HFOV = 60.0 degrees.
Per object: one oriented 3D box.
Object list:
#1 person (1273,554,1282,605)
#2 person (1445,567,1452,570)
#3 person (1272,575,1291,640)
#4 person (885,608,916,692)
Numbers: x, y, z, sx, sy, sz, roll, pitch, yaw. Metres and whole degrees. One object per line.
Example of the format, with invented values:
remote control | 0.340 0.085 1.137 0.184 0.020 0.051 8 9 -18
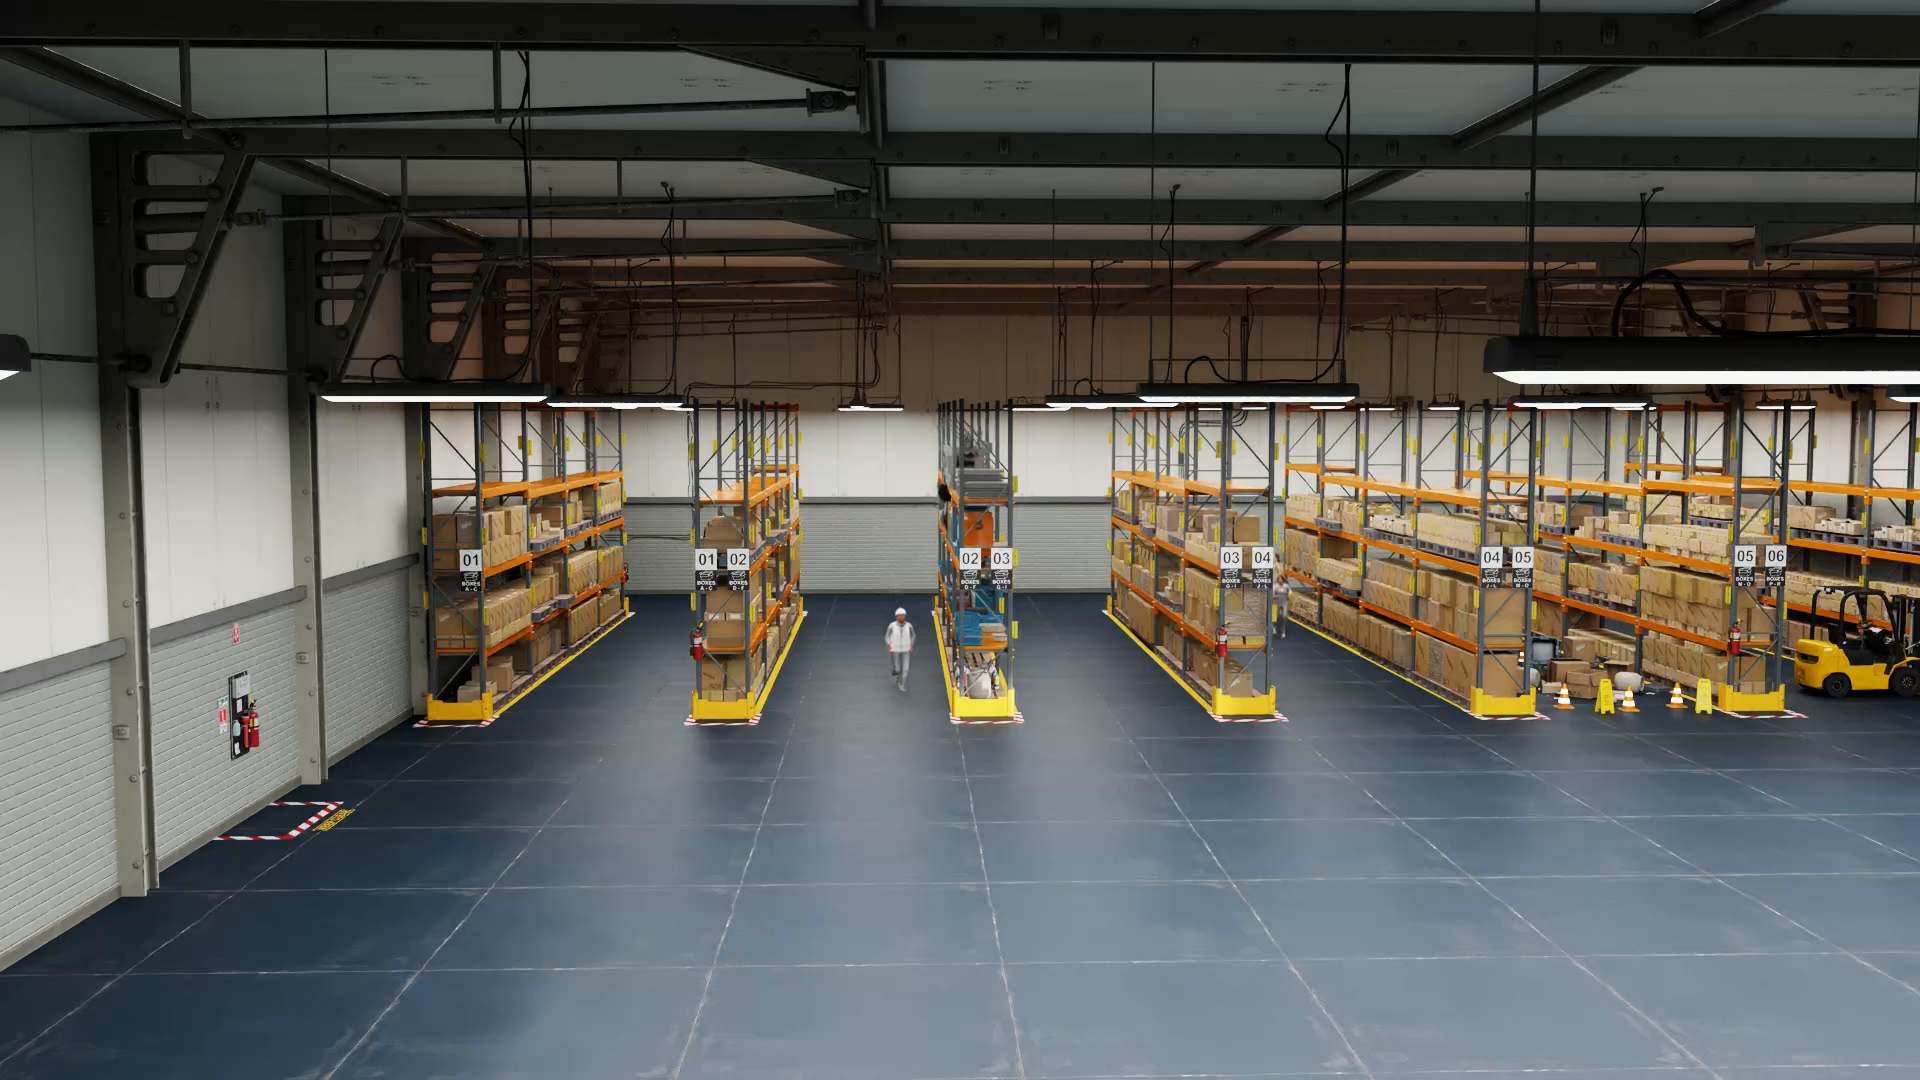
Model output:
person | 9.231 1.183 48.803 0.481 1.571 0.610 0 4 -4
person | 14.496 1.126 49.355 0.910 1.636 0.660 2 5 28
person | 8.202 1.700 42.510 0.547 1.632 0.846 0 4 5
person | -1.232 2.258 34.381 0.647 1.727 0.638 -1 4 -9
